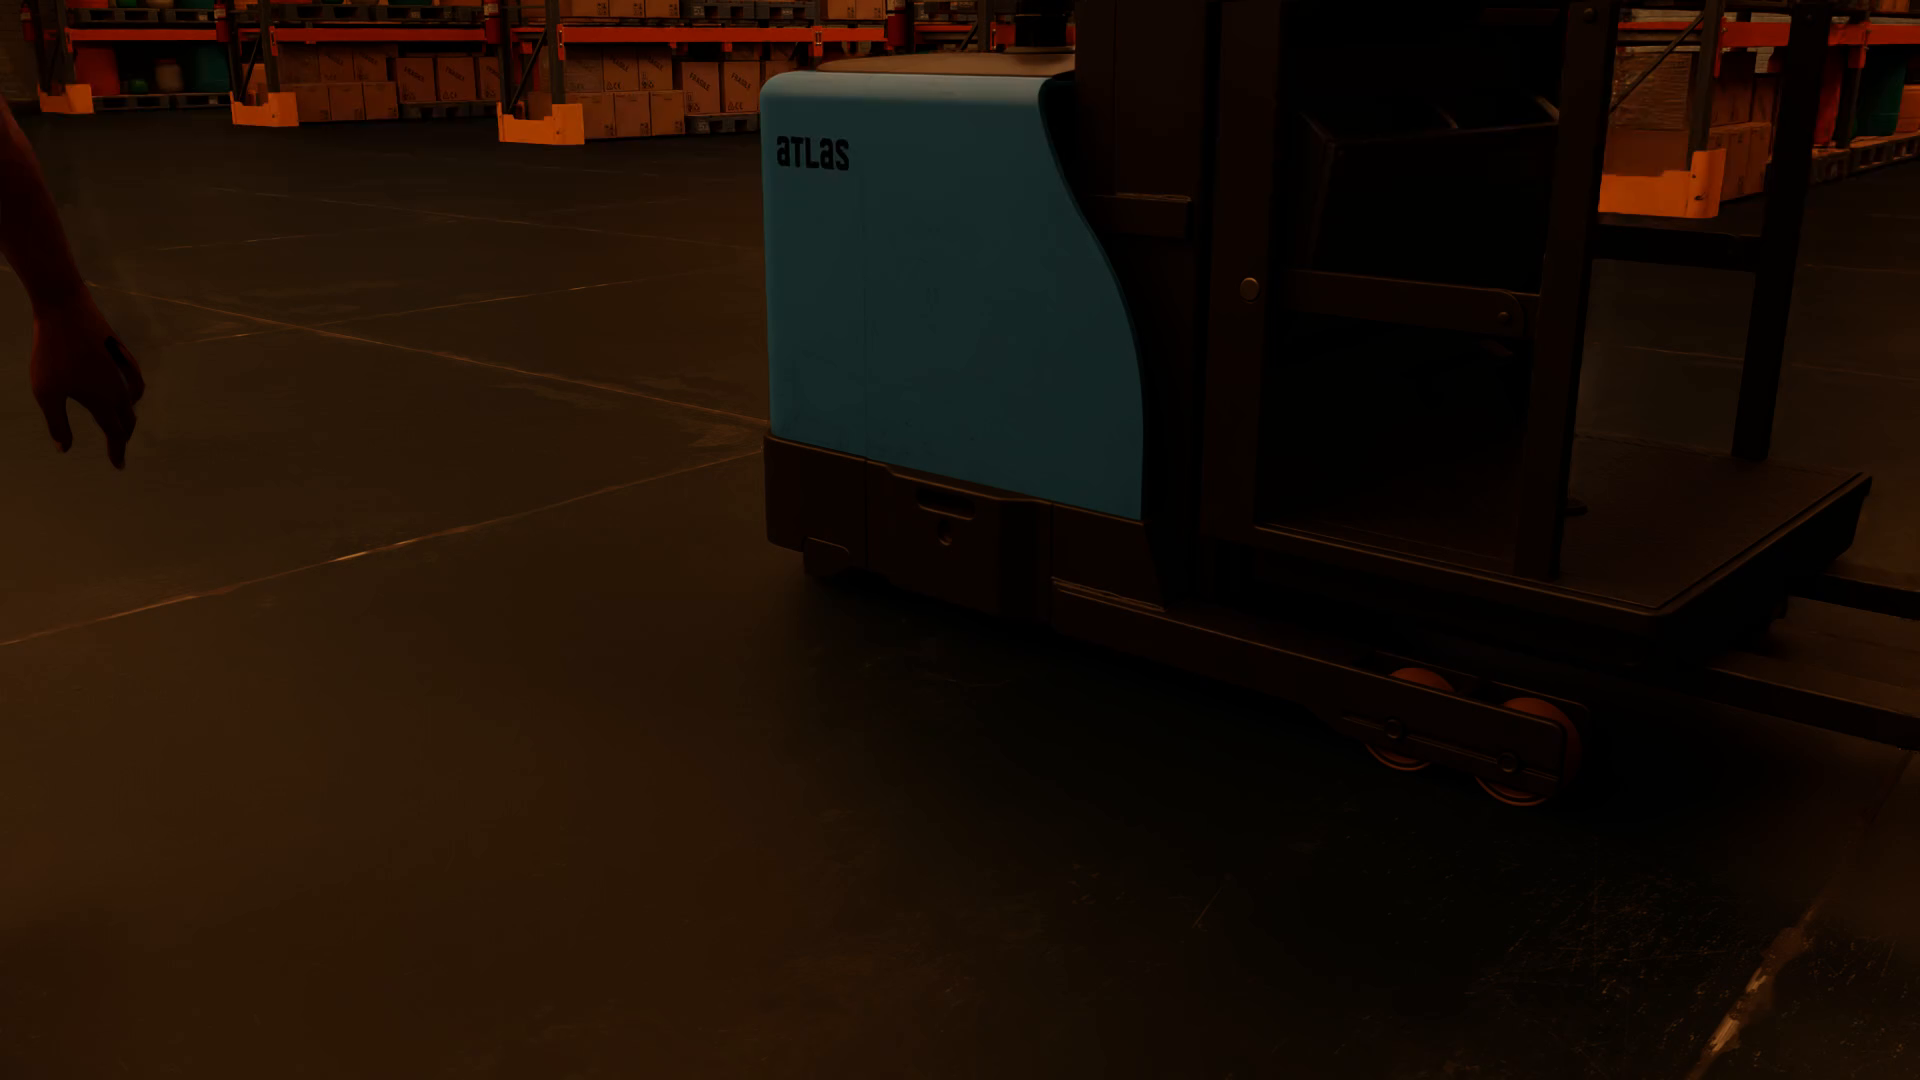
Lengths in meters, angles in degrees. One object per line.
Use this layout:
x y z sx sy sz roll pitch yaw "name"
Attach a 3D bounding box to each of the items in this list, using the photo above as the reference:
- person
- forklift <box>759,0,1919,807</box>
-1.305 -0.170 1.593 0.694 1.701 0.708 4 17 14 "person"
1.003 -1.161 2.720 3.031 2.935 1.130 15 22 40 "forklift"
